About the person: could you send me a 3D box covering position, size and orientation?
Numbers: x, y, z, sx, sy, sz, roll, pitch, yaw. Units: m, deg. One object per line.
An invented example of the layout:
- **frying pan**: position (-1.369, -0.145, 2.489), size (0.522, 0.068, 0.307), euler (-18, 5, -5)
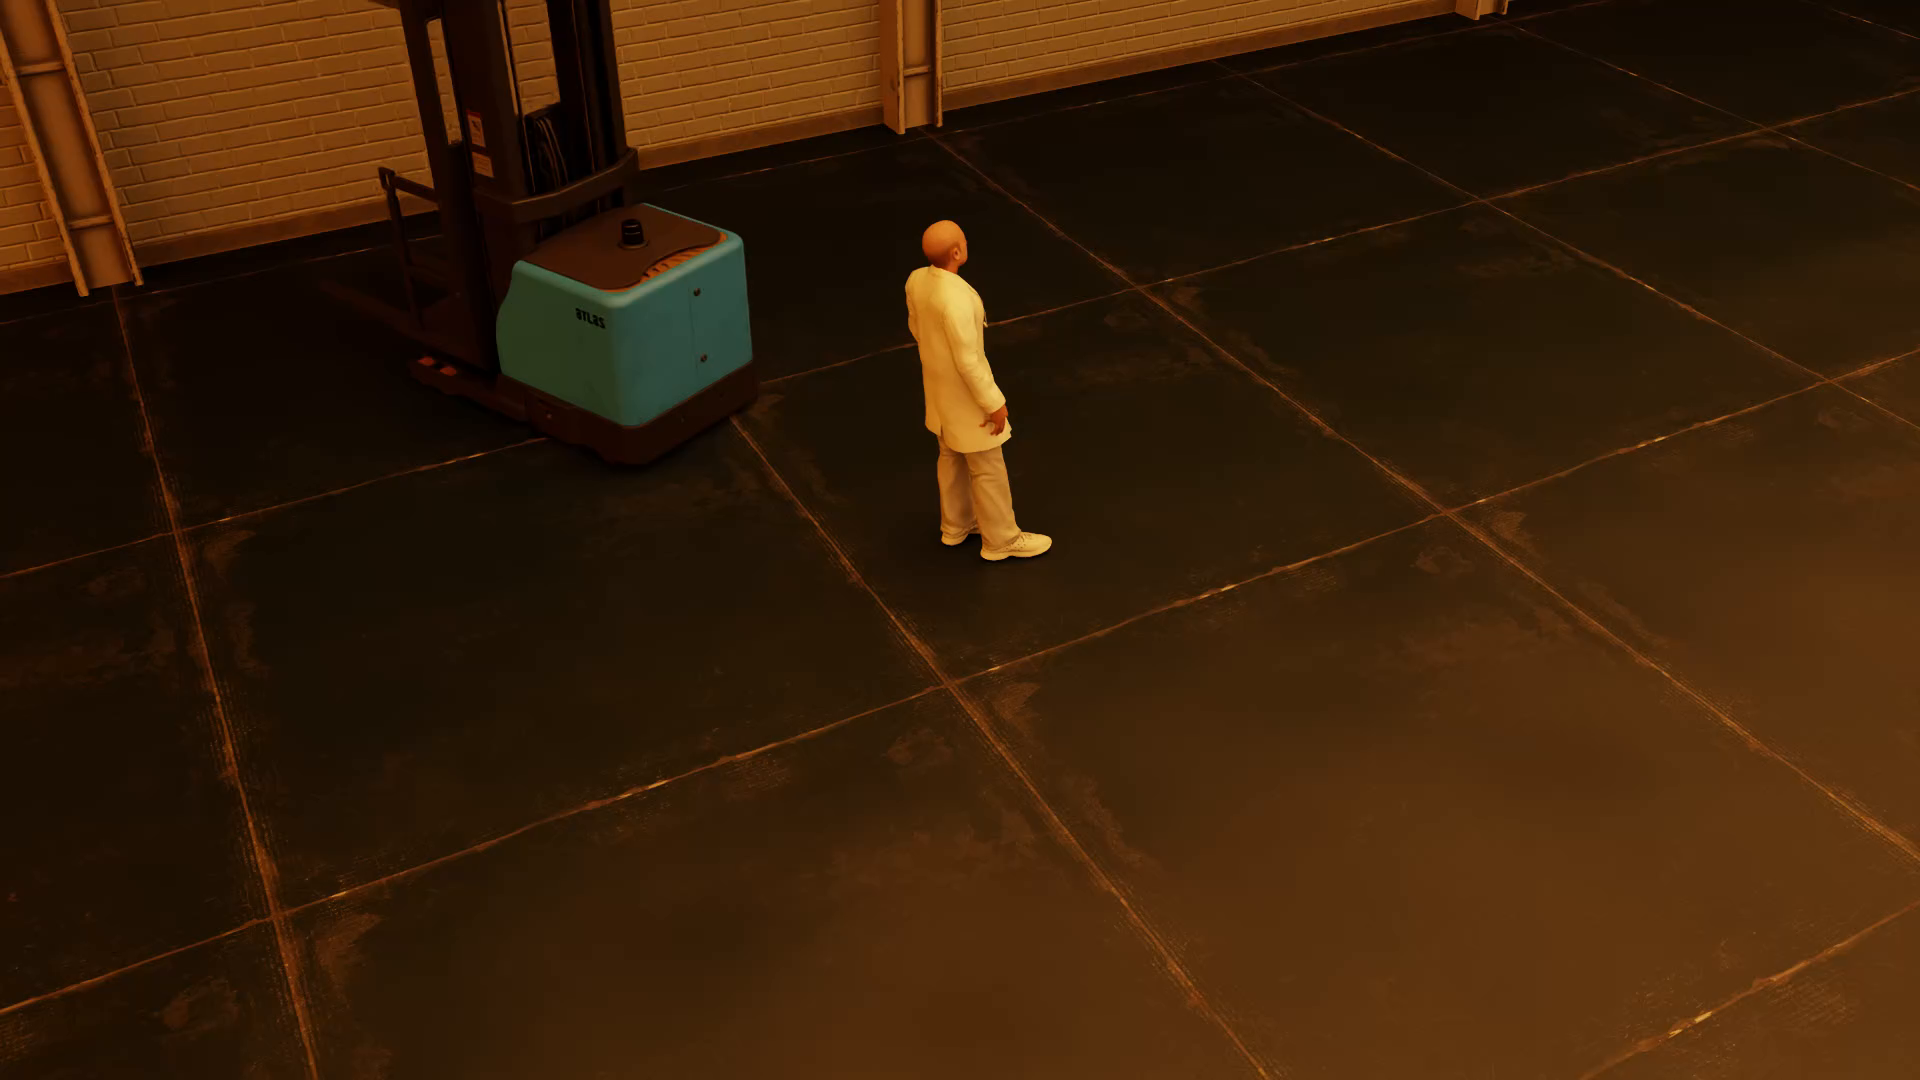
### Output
- **person**: position (0.086, -0.753, 8.175), size (0.576, 1.776, 0.688), euler (-17, 39, -23)

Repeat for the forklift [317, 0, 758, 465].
- **forklift**: position (-2.673, -2.282, 9.352), size (3.031, 2.935, 1.130), euler (23, 41, 29)
